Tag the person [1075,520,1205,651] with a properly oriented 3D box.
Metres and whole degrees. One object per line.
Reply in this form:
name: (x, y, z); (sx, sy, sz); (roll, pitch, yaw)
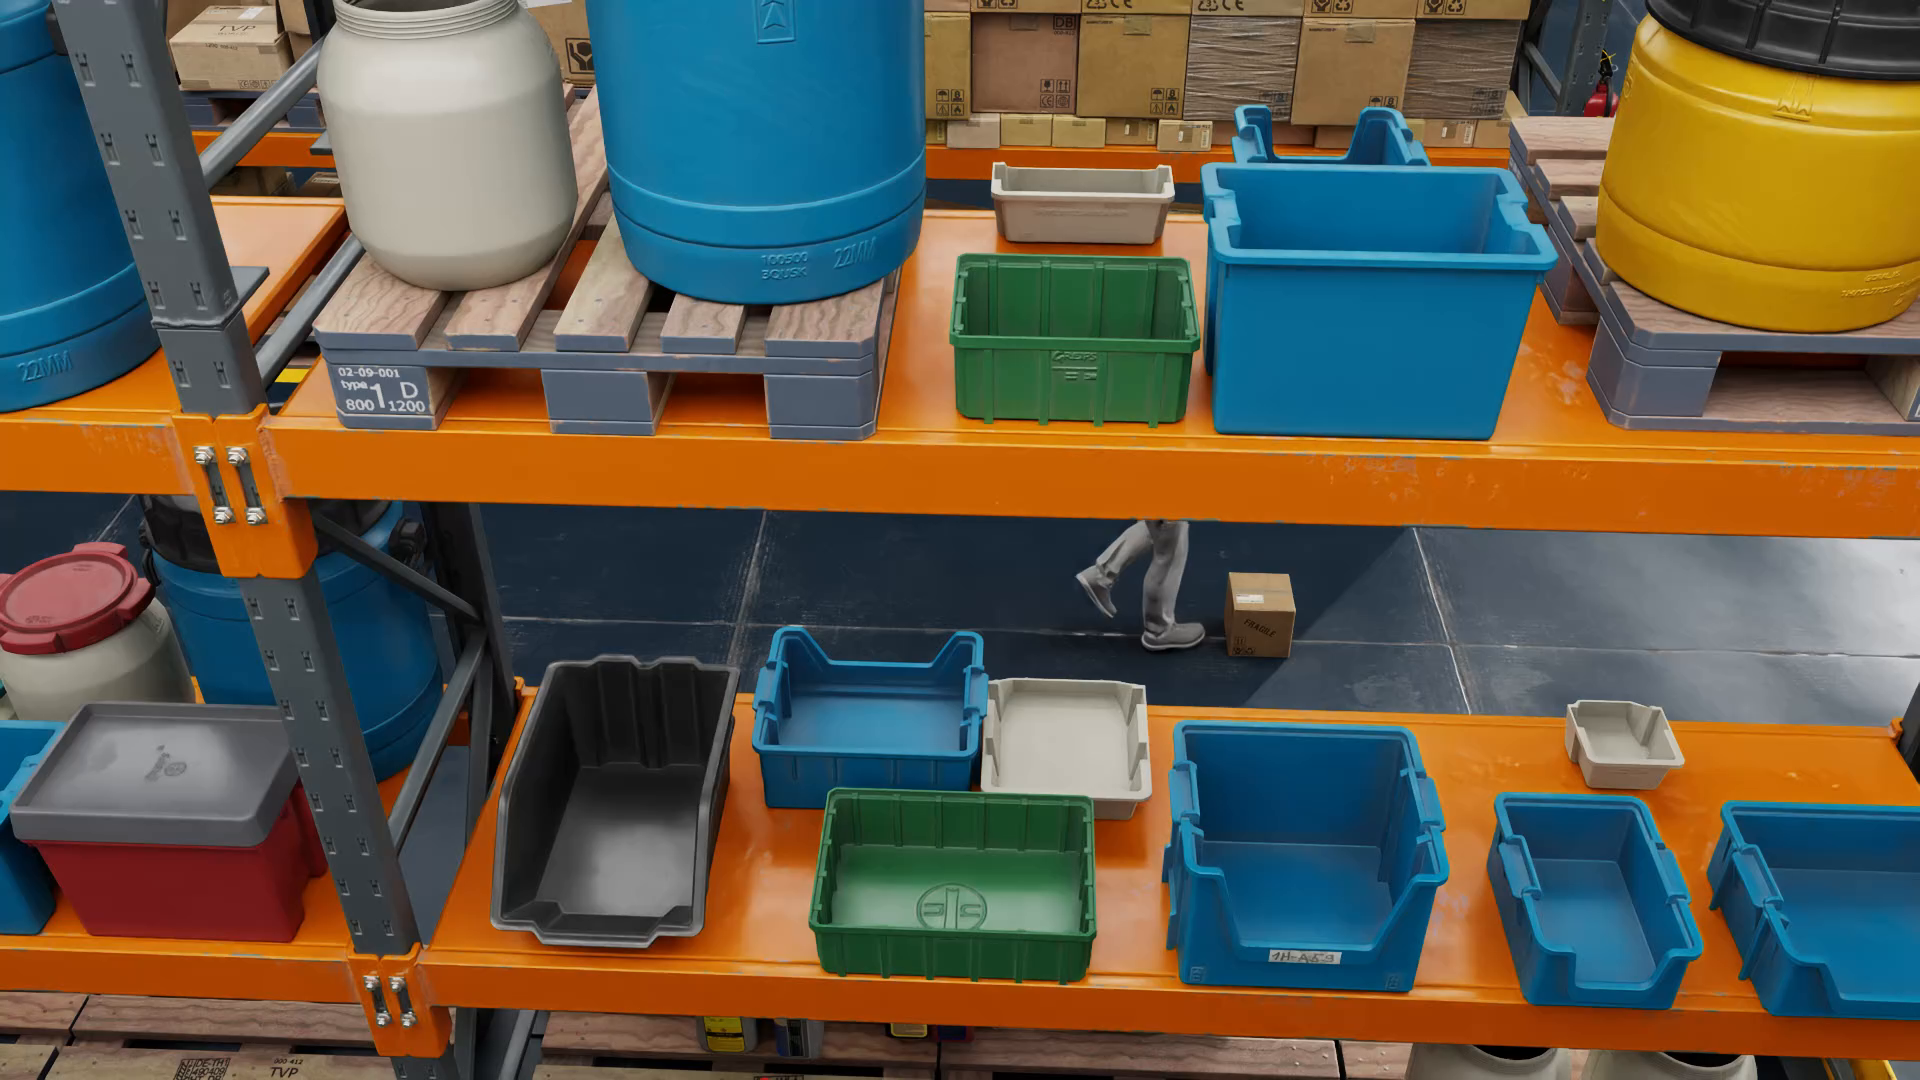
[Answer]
person: (0.752, -0.290, 6.515); (0.535, 1.683, 0.506); (-7, 36, -10)
